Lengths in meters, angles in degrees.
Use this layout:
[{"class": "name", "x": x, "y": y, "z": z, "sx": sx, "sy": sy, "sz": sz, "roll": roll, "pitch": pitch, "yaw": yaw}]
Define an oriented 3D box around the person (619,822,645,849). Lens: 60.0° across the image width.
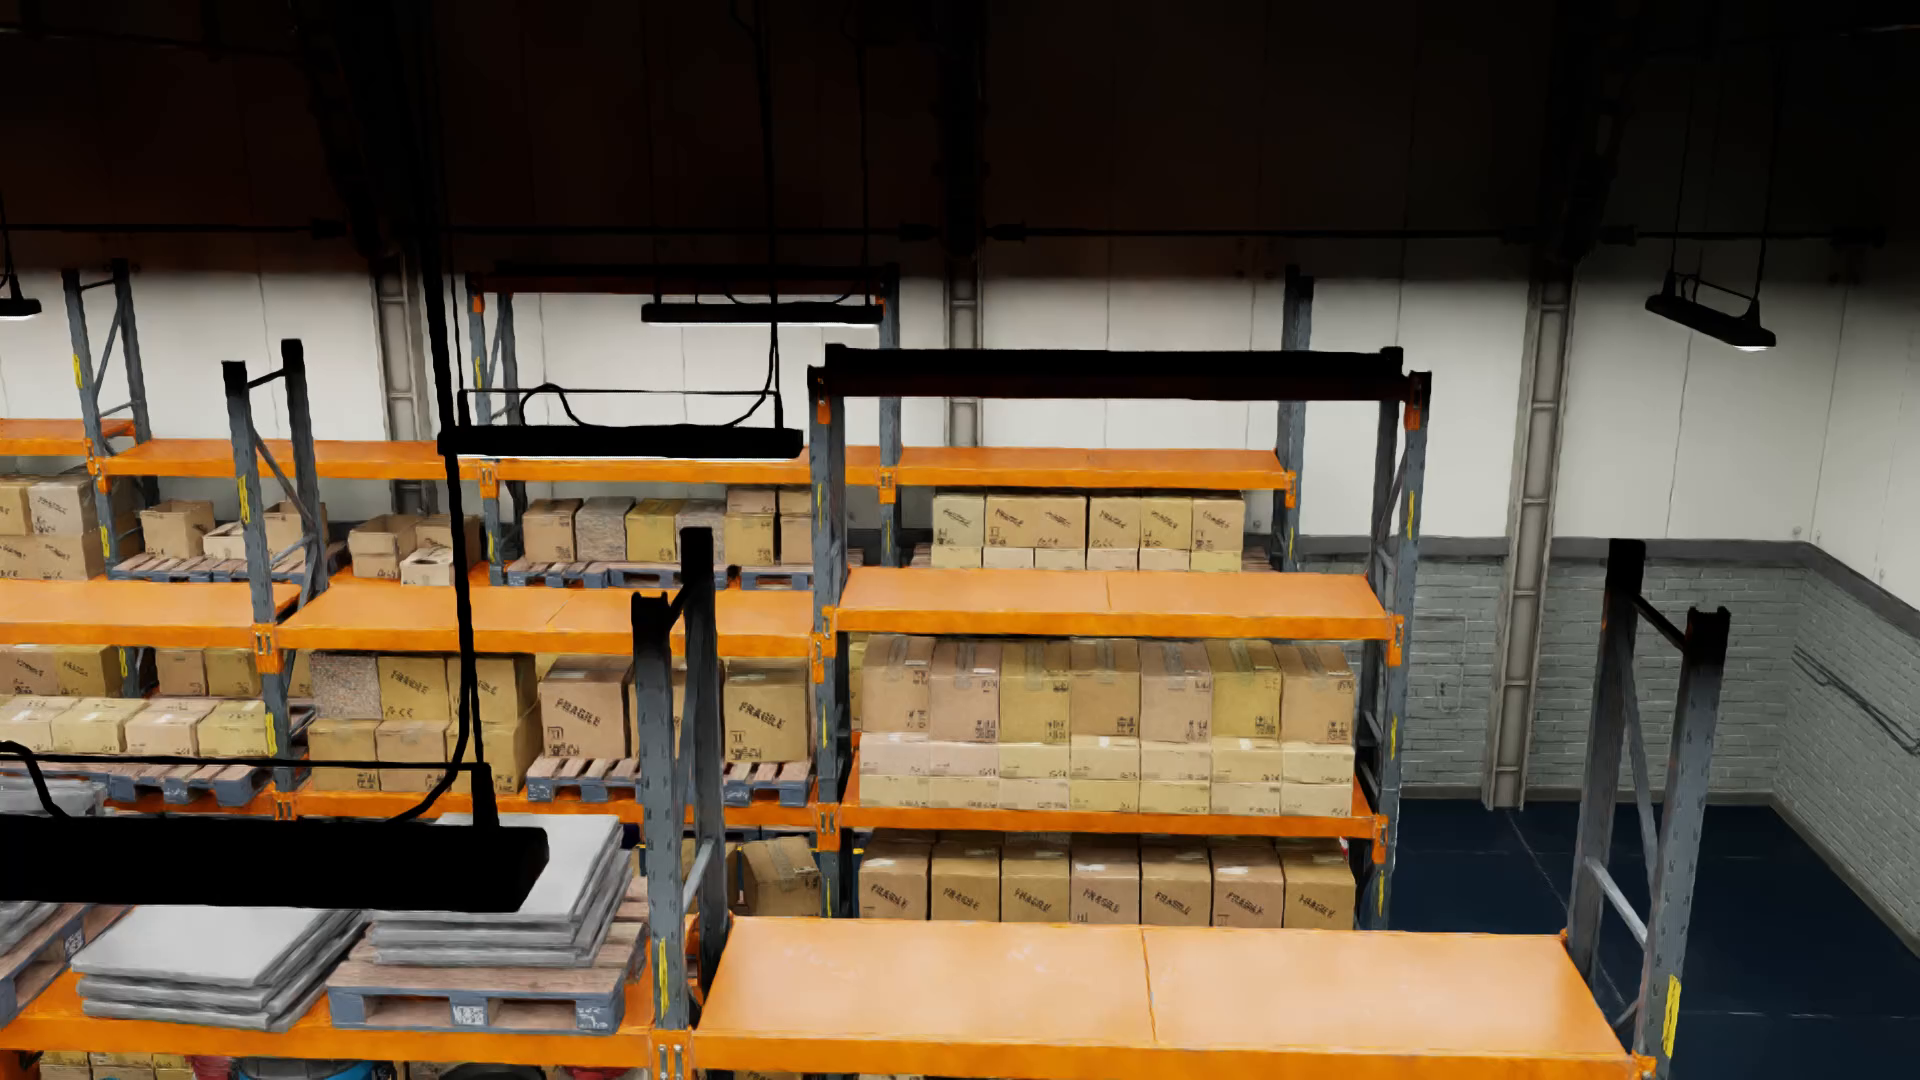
[{"class": "person", "x": -3.217, "y": 2.737, "z": 16.350, "sx": 1.091, "sy": 1.551, "sz": 0.481, "roll": 0, "pitch": 16, "yaw": 0}]
